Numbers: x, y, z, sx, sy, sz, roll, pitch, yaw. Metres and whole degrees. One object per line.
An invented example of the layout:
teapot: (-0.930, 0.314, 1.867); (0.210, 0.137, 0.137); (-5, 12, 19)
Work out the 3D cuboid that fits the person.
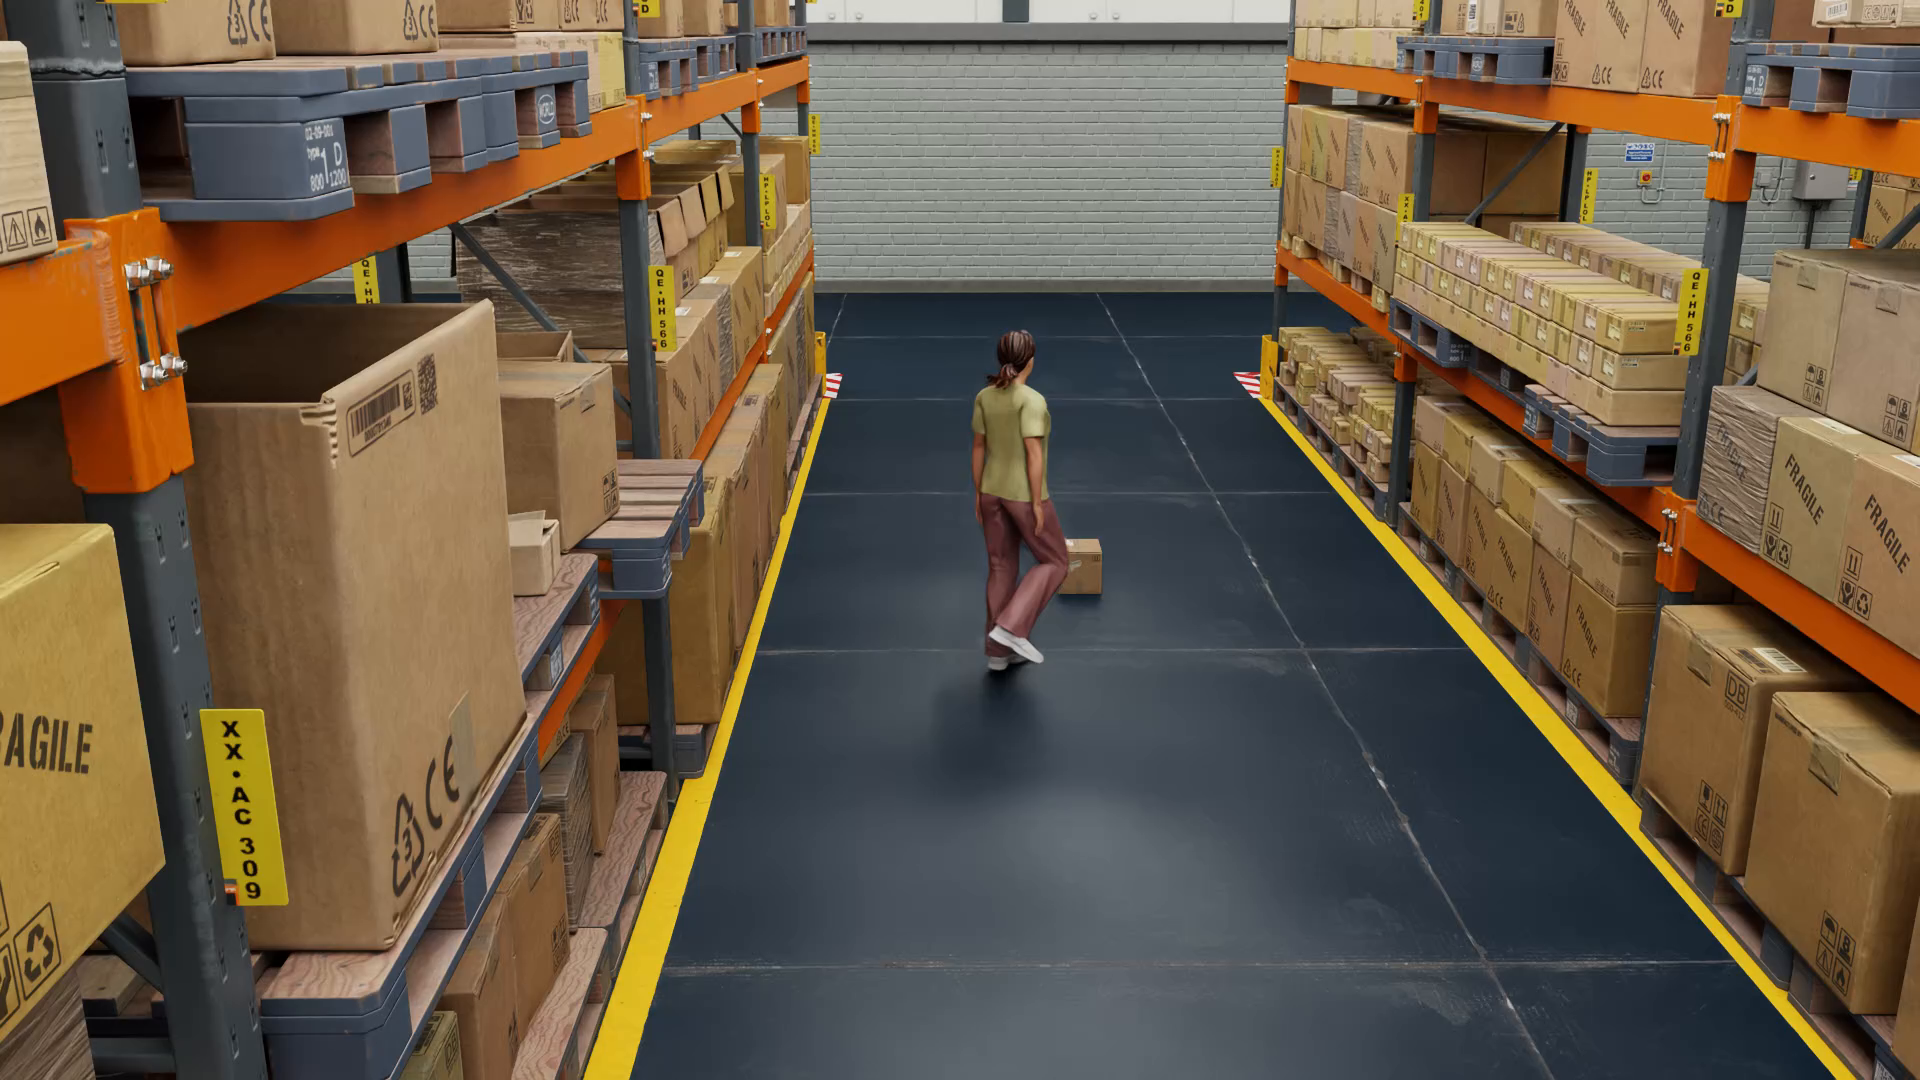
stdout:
person: (0.239, -0.174, 8.071); (0.508, 1.663, 0.489); (14, 22, 37)
